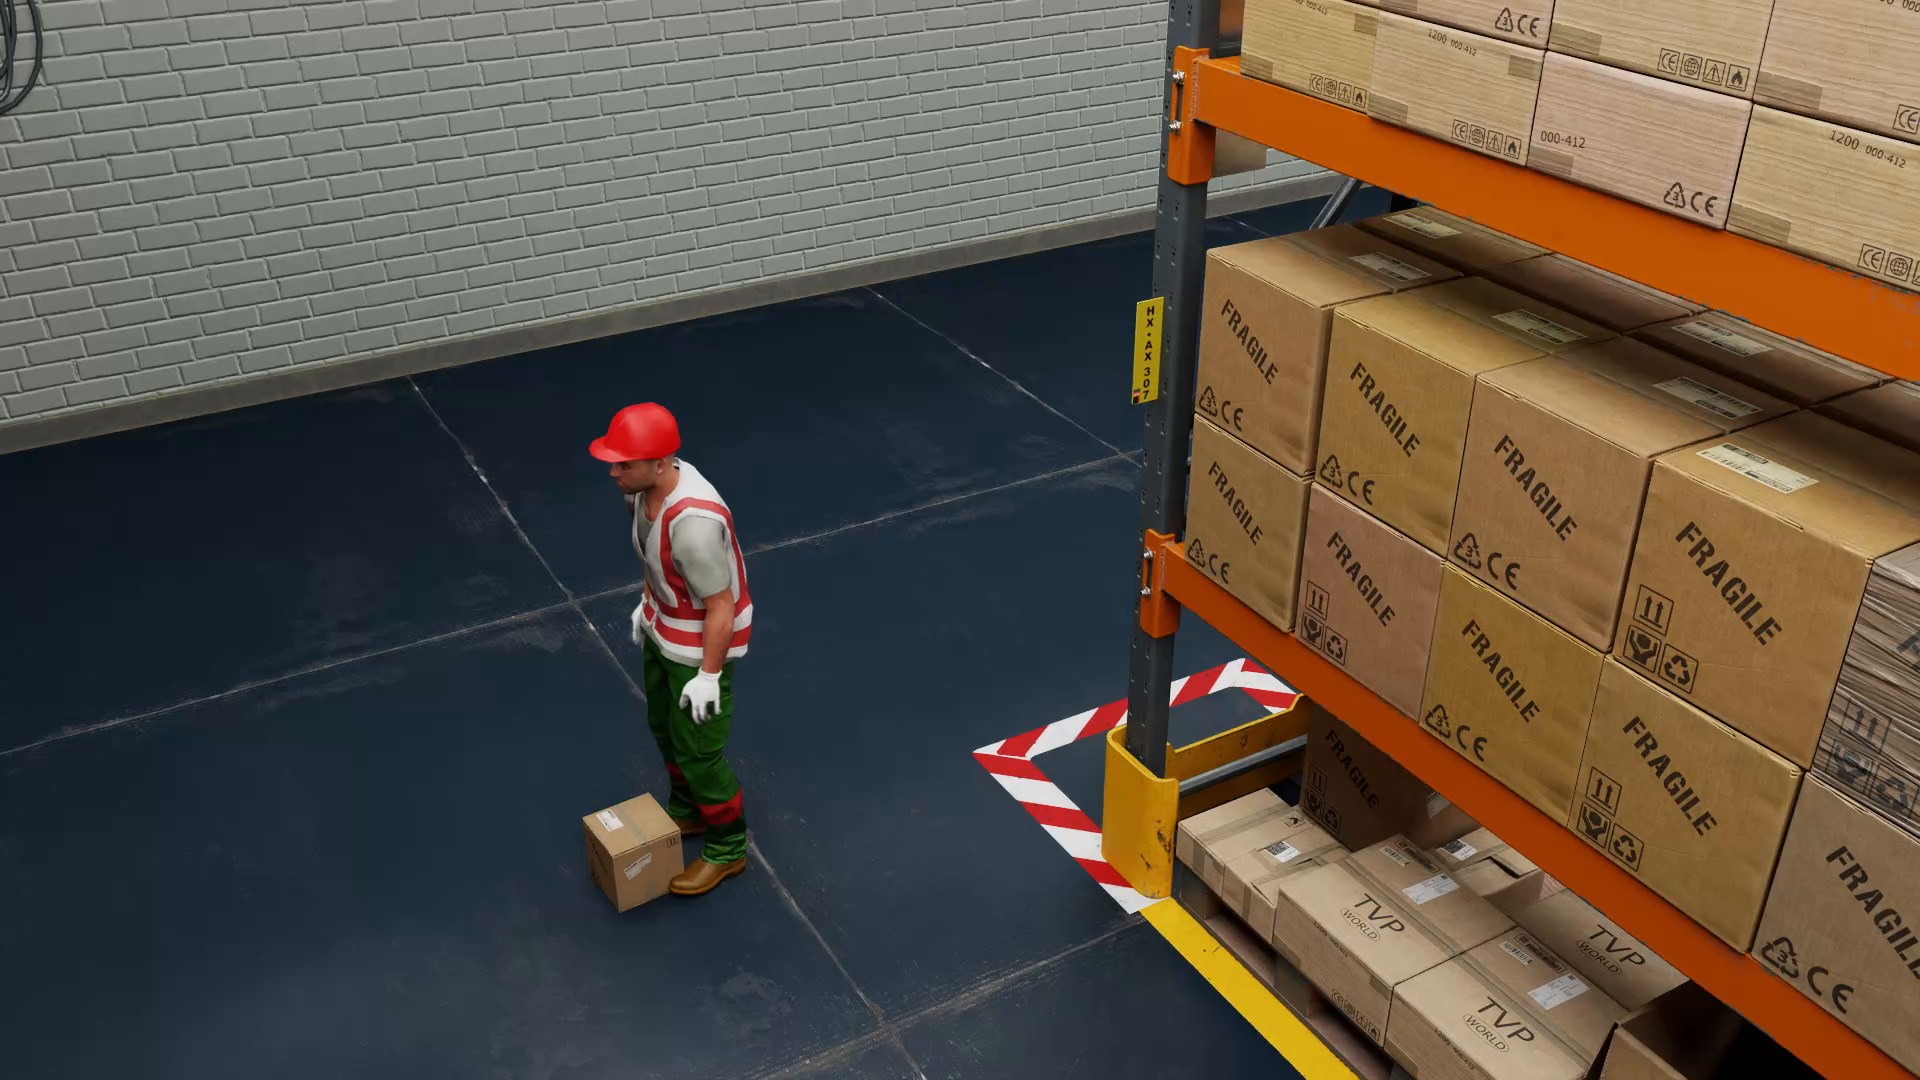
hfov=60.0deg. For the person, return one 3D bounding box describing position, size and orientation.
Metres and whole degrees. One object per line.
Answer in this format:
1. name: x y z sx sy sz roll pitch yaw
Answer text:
1. person: -0.926 0.349 5.474 0.453 1.778 0.606 -16 32 -26
